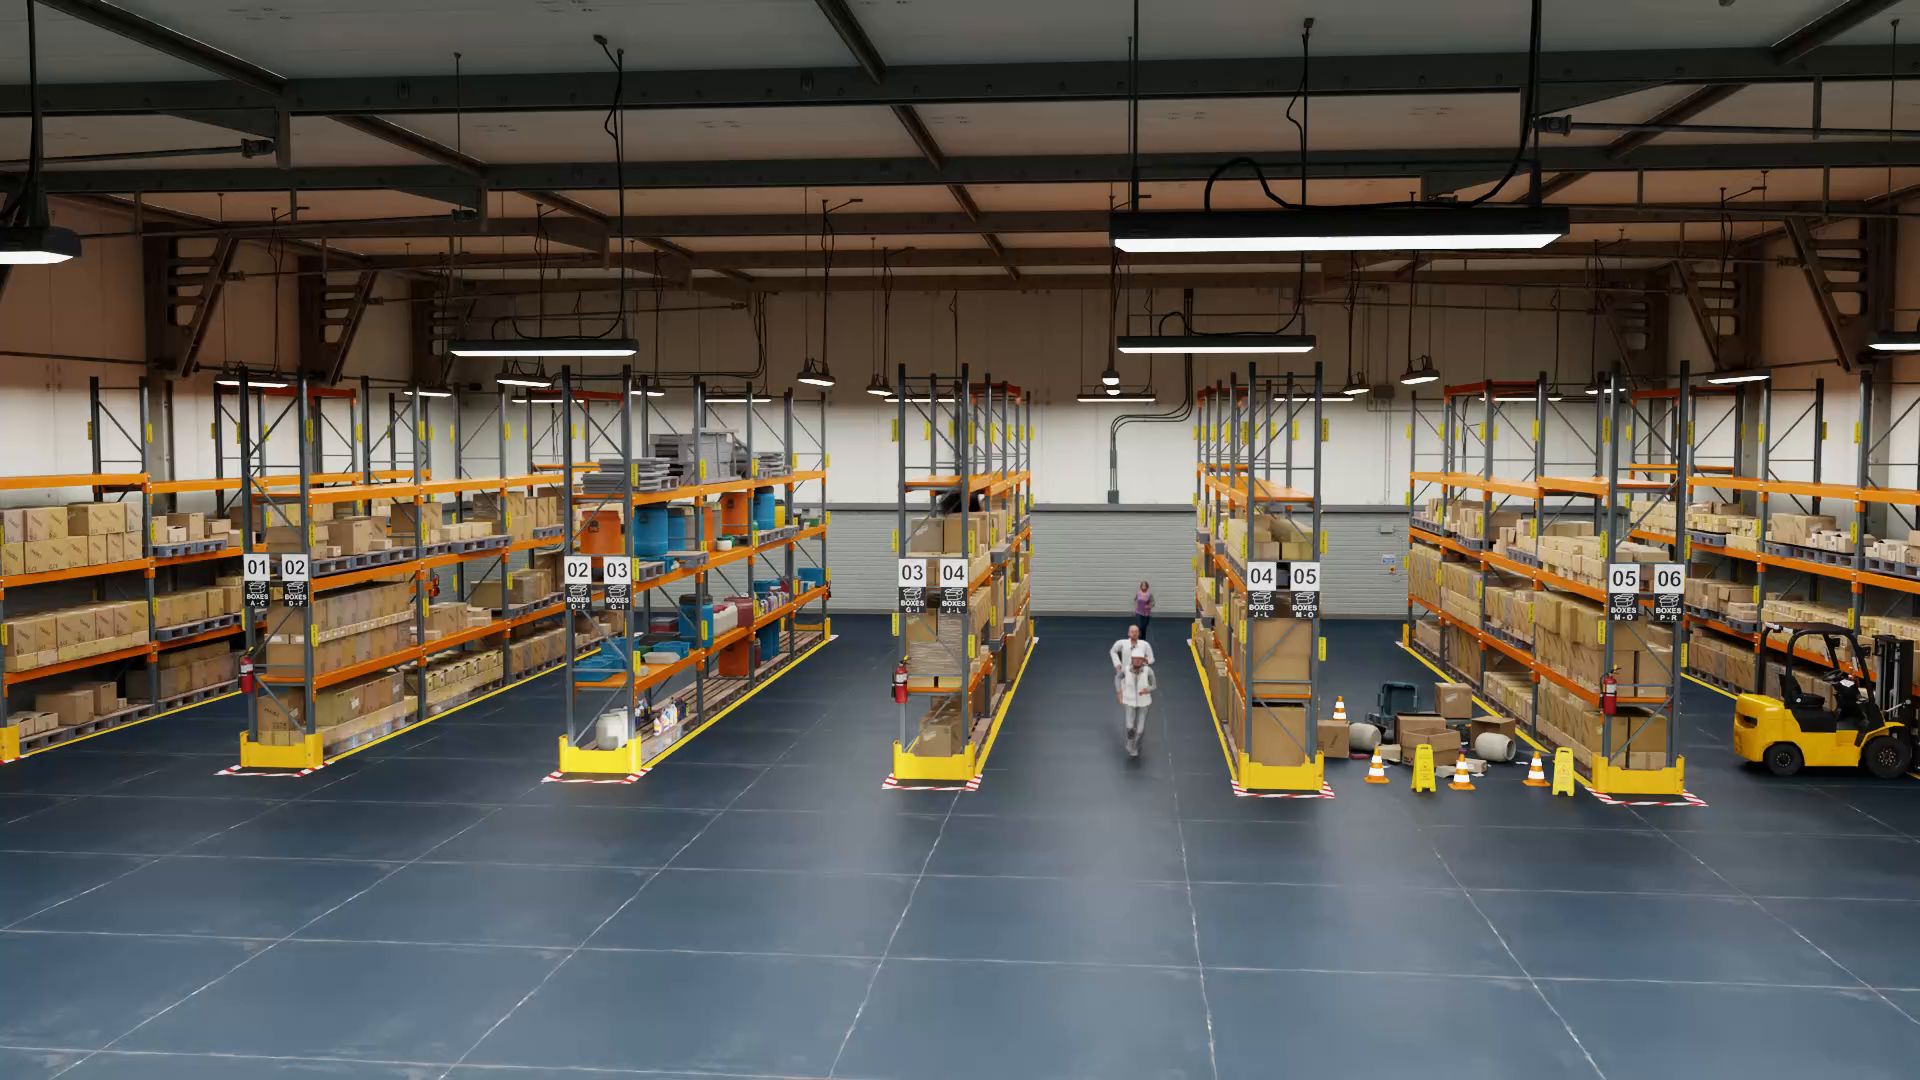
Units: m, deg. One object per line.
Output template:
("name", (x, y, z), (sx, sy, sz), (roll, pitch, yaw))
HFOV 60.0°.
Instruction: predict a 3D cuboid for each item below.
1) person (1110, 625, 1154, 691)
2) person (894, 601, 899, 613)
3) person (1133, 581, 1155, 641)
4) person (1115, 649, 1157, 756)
("person", (2.890, 2.318, 27.772), (0.703, 1.802, 1.046), (0, 4, -4))
("person", (-1.137, 1.863, 36.091), (0.581, 1.736, 0.765), (1, 4, 10))
("person", (4.249, 1.744, 38.428), (0.525, 1.592, 0.663), (1, 4, 11))
("person", (2.694, 2.491, 25.440), (0.618, 1.688, 0.737), (0, 4, 1))
